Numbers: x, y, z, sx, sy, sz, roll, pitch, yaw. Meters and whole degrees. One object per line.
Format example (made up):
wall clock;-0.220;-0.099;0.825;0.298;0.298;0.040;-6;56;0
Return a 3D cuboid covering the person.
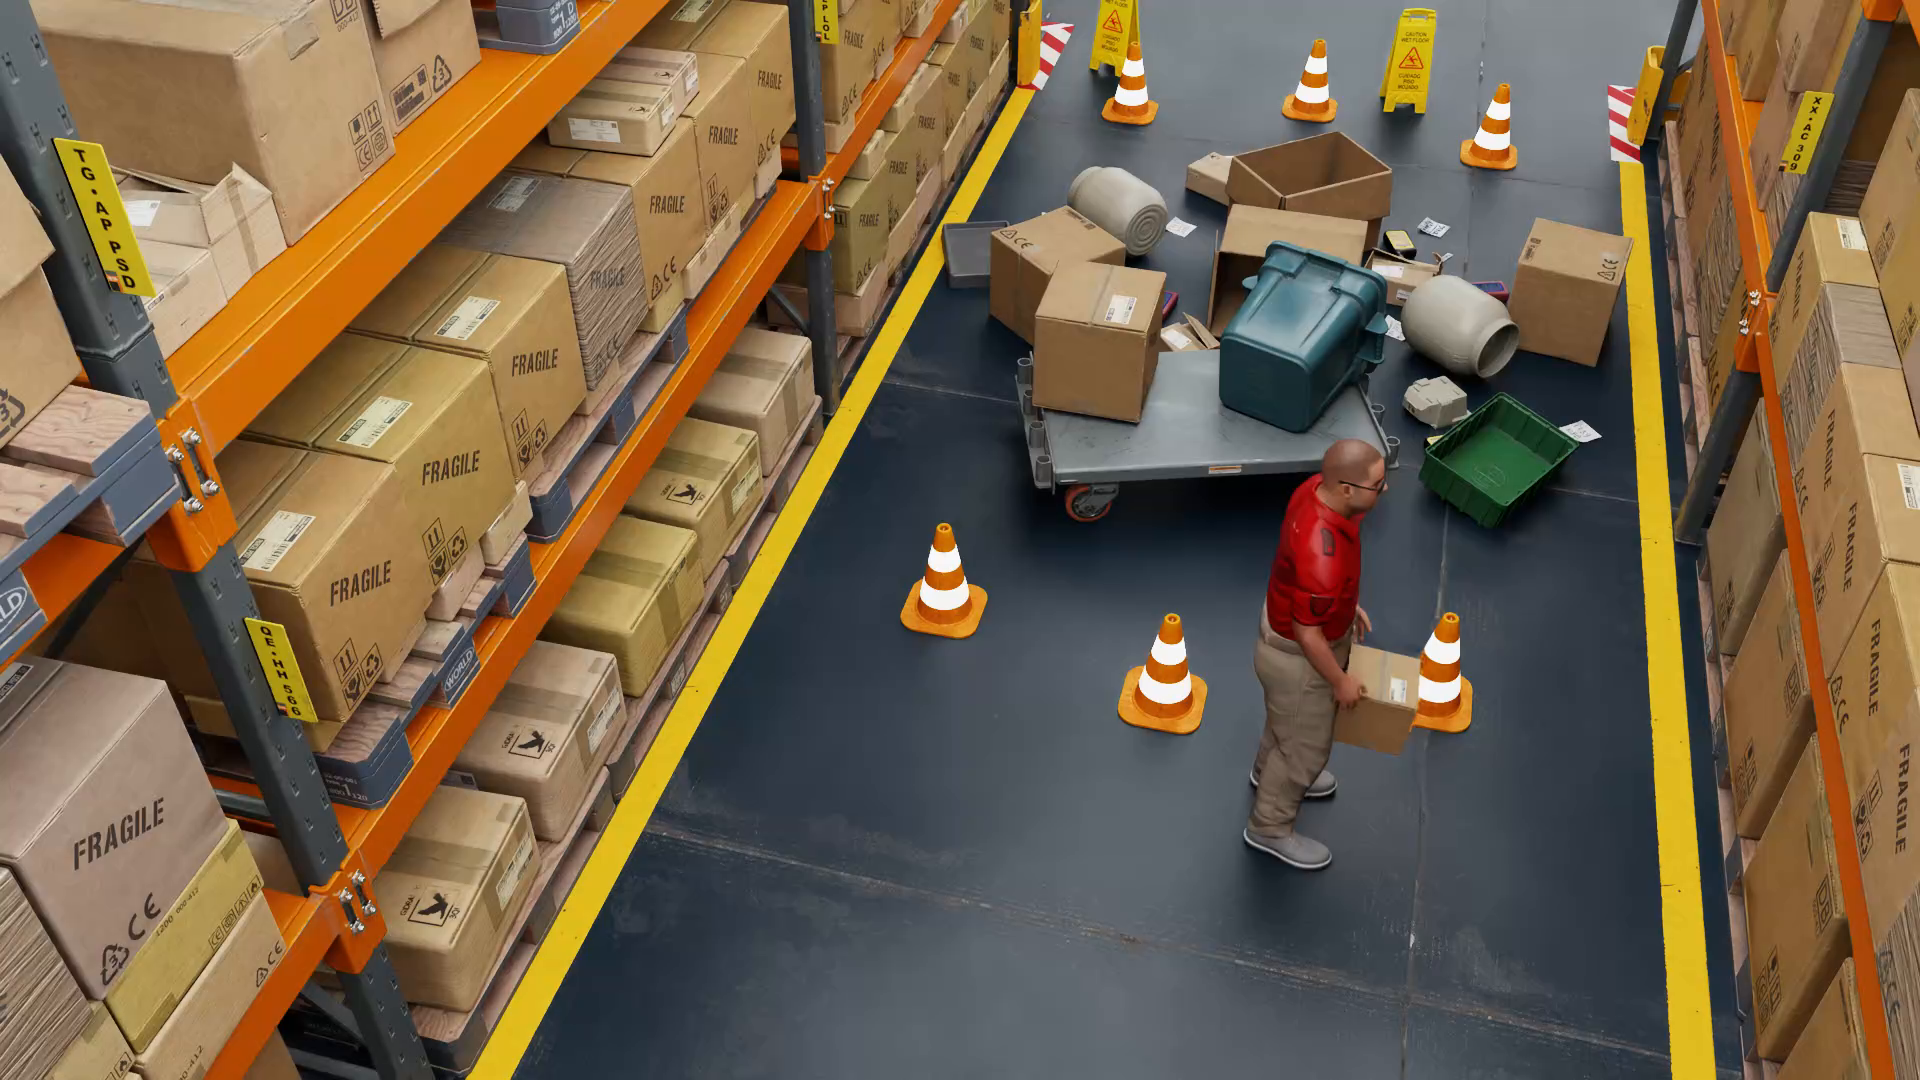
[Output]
person;1.223;0.364;5.741;0.393;1.732;0.551;9;42;10
